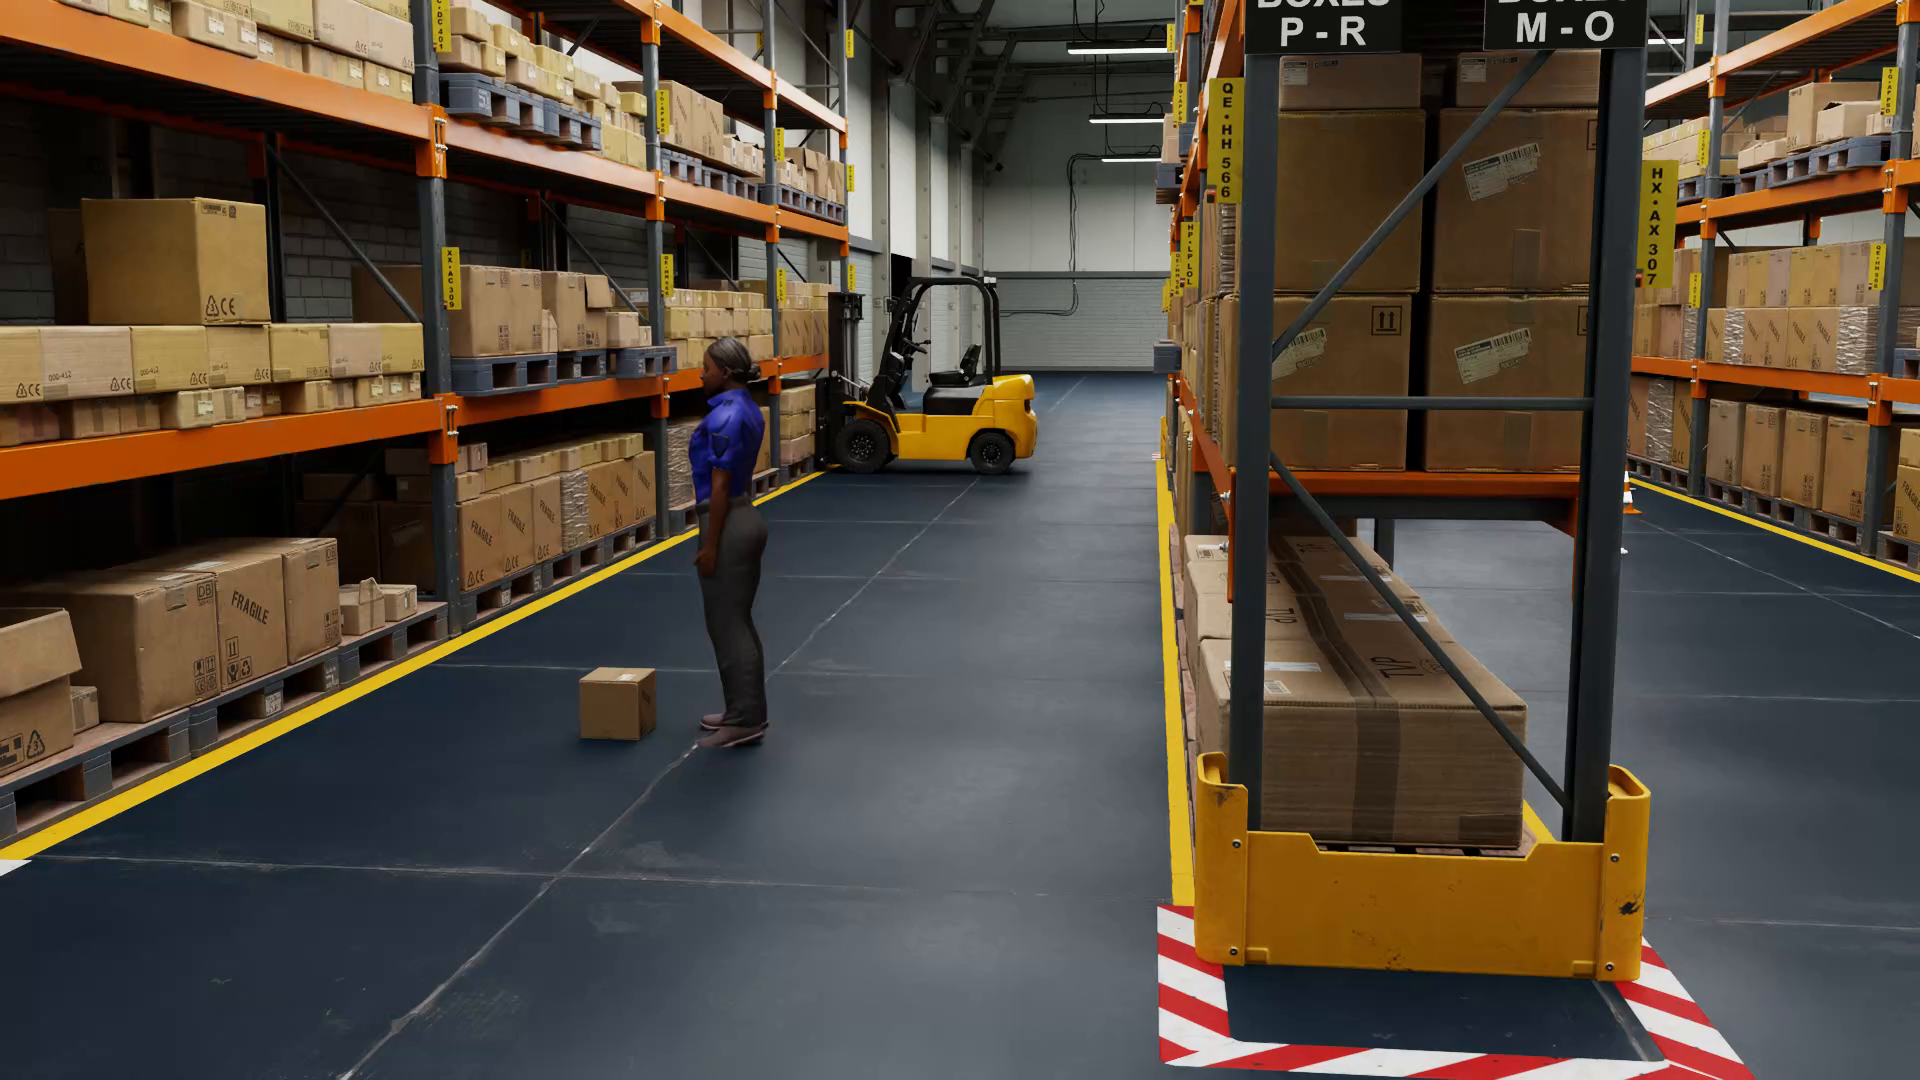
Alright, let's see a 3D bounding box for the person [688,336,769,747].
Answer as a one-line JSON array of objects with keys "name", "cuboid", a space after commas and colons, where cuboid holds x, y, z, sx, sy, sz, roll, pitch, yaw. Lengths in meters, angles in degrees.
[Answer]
[{"name": "person", "cuboid": [-0.956, 0.014, 6.829, 0.333, 1.691, 0.438, 1, 8, 8]}]
